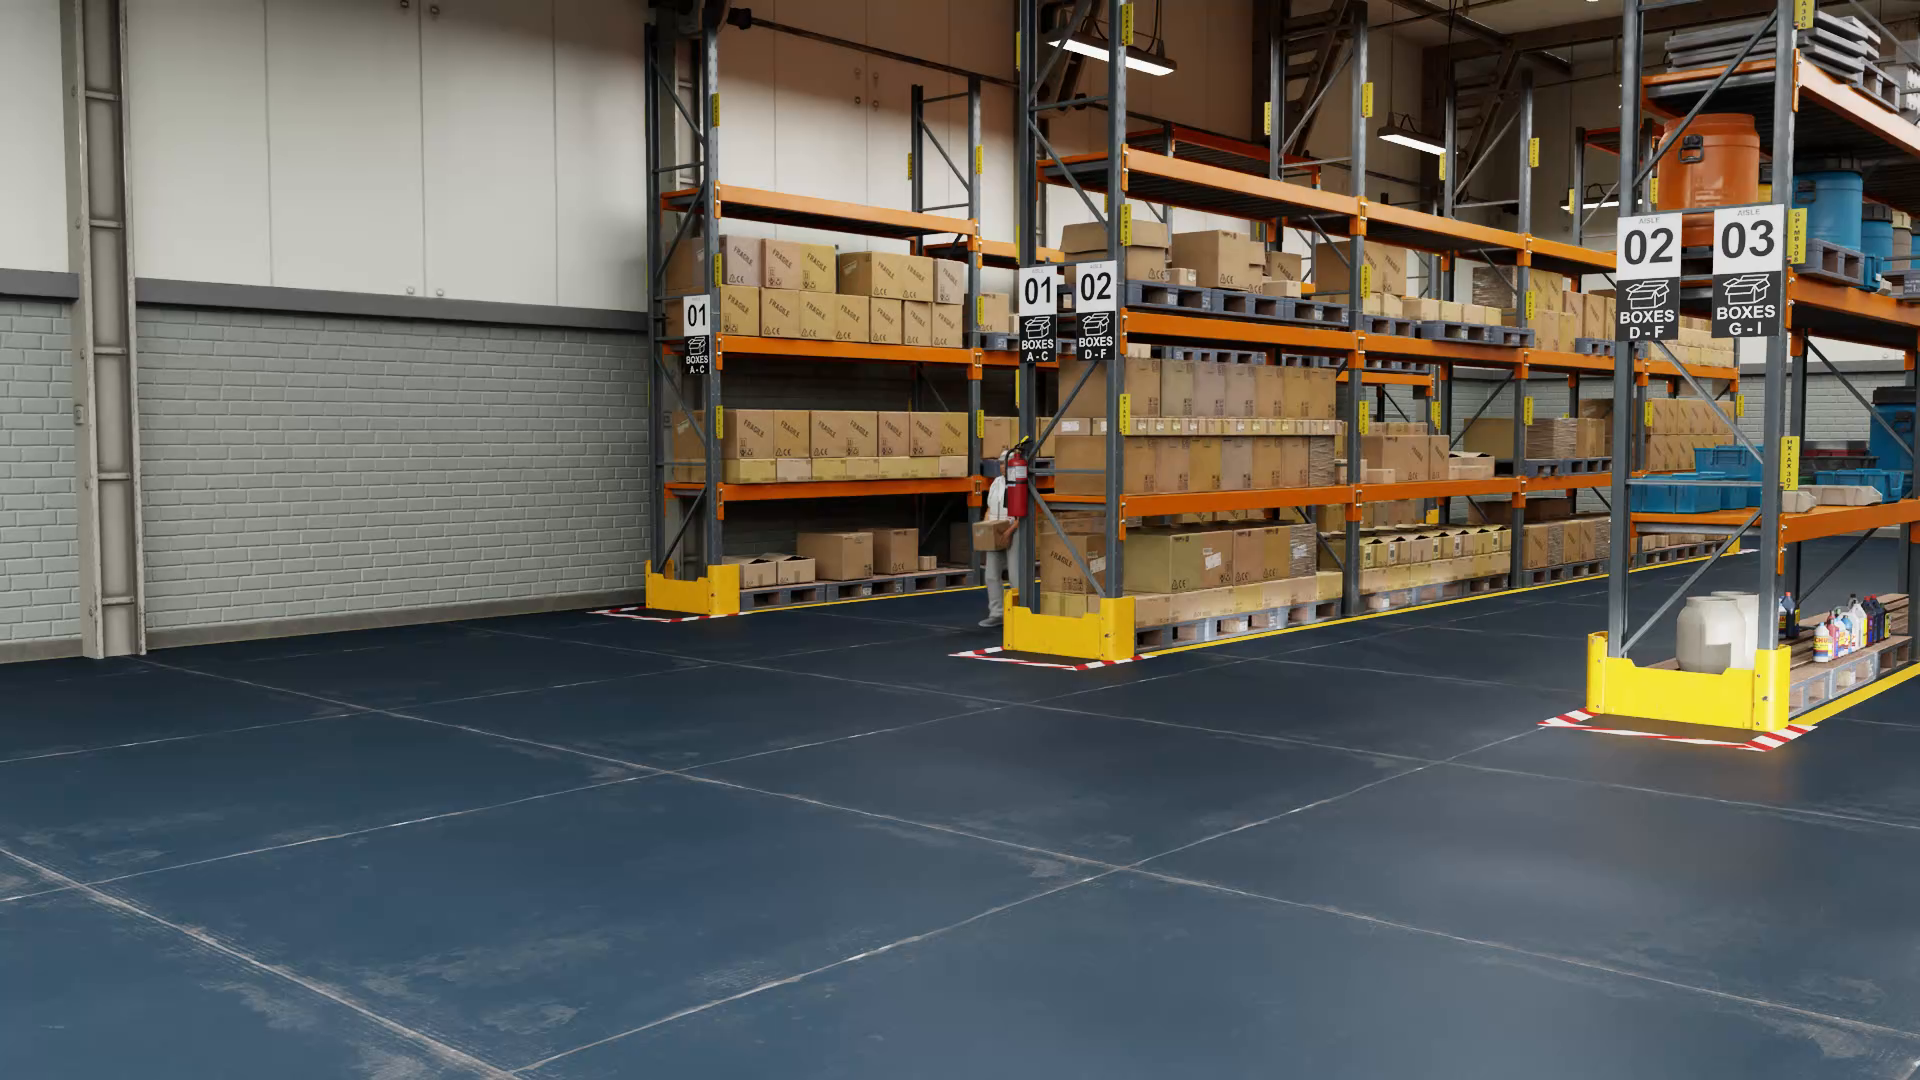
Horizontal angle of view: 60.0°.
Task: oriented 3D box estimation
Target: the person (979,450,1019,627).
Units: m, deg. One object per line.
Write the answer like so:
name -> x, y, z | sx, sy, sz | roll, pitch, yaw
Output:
person -> 0.430, -0.012, 15.593 | 0.493, 1.671, 0.491 | 3, 5, 39
